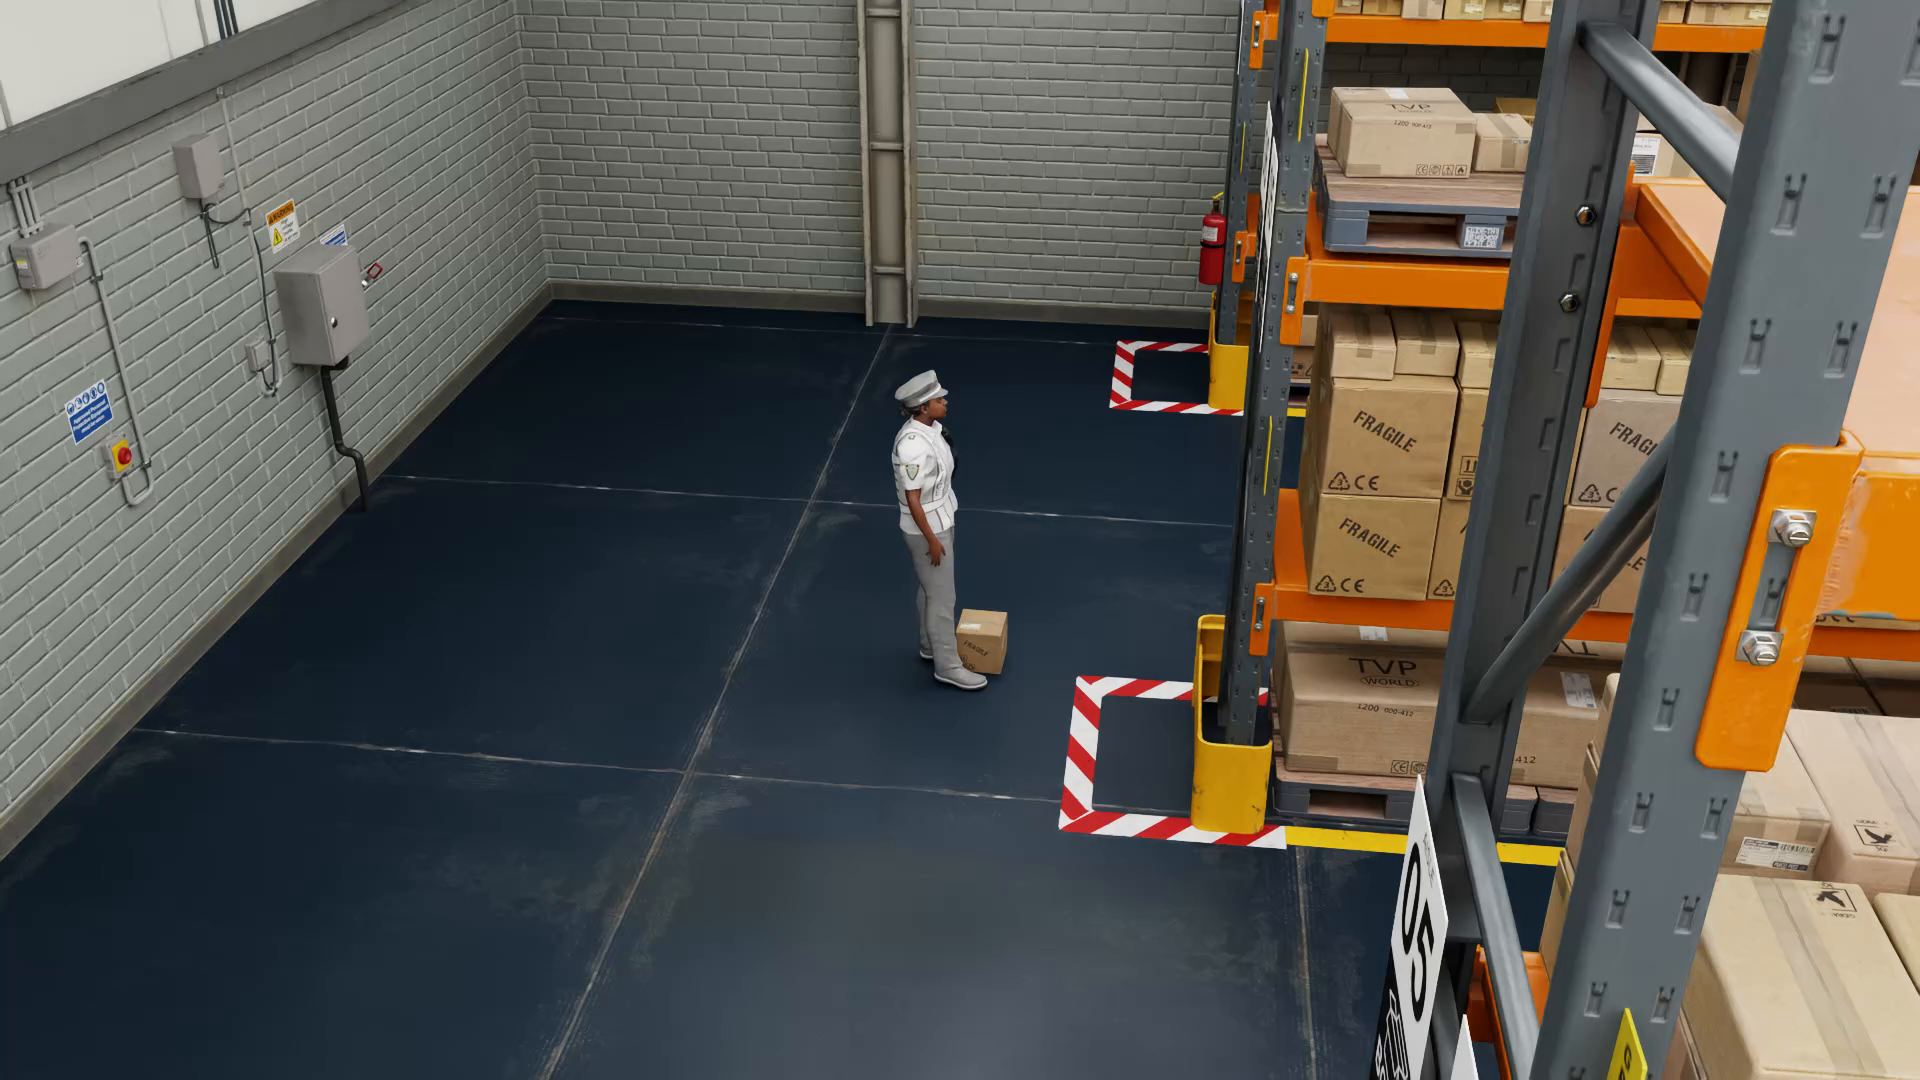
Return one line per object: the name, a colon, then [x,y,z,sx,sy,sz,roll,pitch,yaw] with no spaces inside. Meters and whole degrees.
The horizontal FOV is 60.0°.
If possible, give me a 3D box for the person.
person: [-0.087,-0.077,8.814,0.528,1.698,0.570,3,29,6]
